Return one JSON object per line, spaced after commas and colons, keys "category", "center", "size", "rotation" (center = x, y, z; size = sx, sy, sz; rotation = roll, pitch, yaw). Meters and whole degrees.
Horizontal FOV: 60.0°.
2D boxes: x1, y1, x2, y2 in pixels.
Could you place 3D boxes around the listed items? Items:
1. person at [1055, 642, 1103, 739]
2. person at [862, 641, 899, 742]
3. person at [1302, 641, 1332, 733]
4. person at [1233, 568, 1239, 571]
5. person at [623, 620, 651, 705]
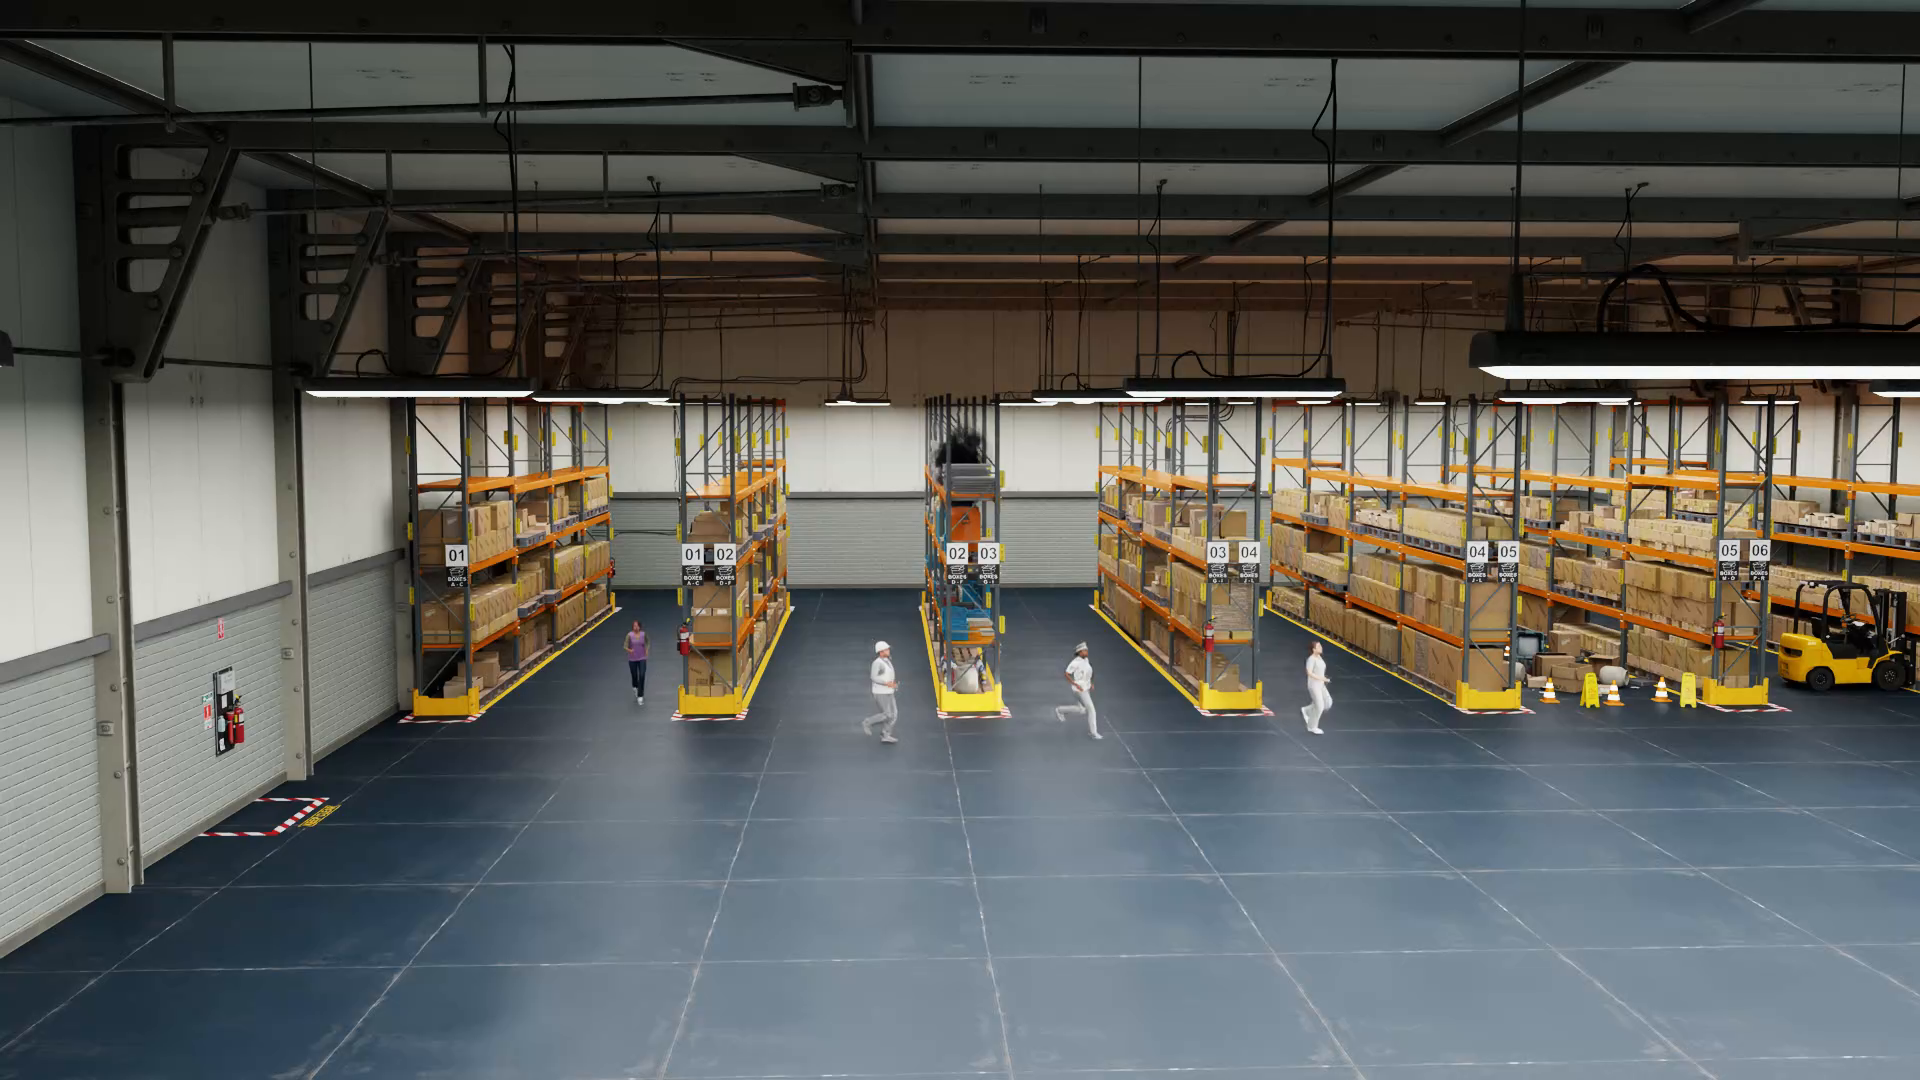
{"category": "person", "center": [2.082, 2.623, 29.076], "size": [0.952, 1.698, 0.554], "rotation": [2, 5, 26]}
{"category": "person", "center": [-1.344, 2.601, 28.552], "size": [0.658, 1.729, 0.660], "rotation": [1, 5, 18]}
{"category": "person", "center": [6.297, 2.589, 29.400], "size": [0.578, 1.636, 0.601], "rotation": [3, 5, 34]}
{"category": "person", "center": [7.677, 1.195, 46.949], "size": [0.766, 1.637, 0.589], "rotation": [1, 5, 15]}
{"category": "person", "center": [-6.297, 2.362, 32.443], "size": [0.538, 1.591, 0.877], "rotation": [-1, 5, -13]}
